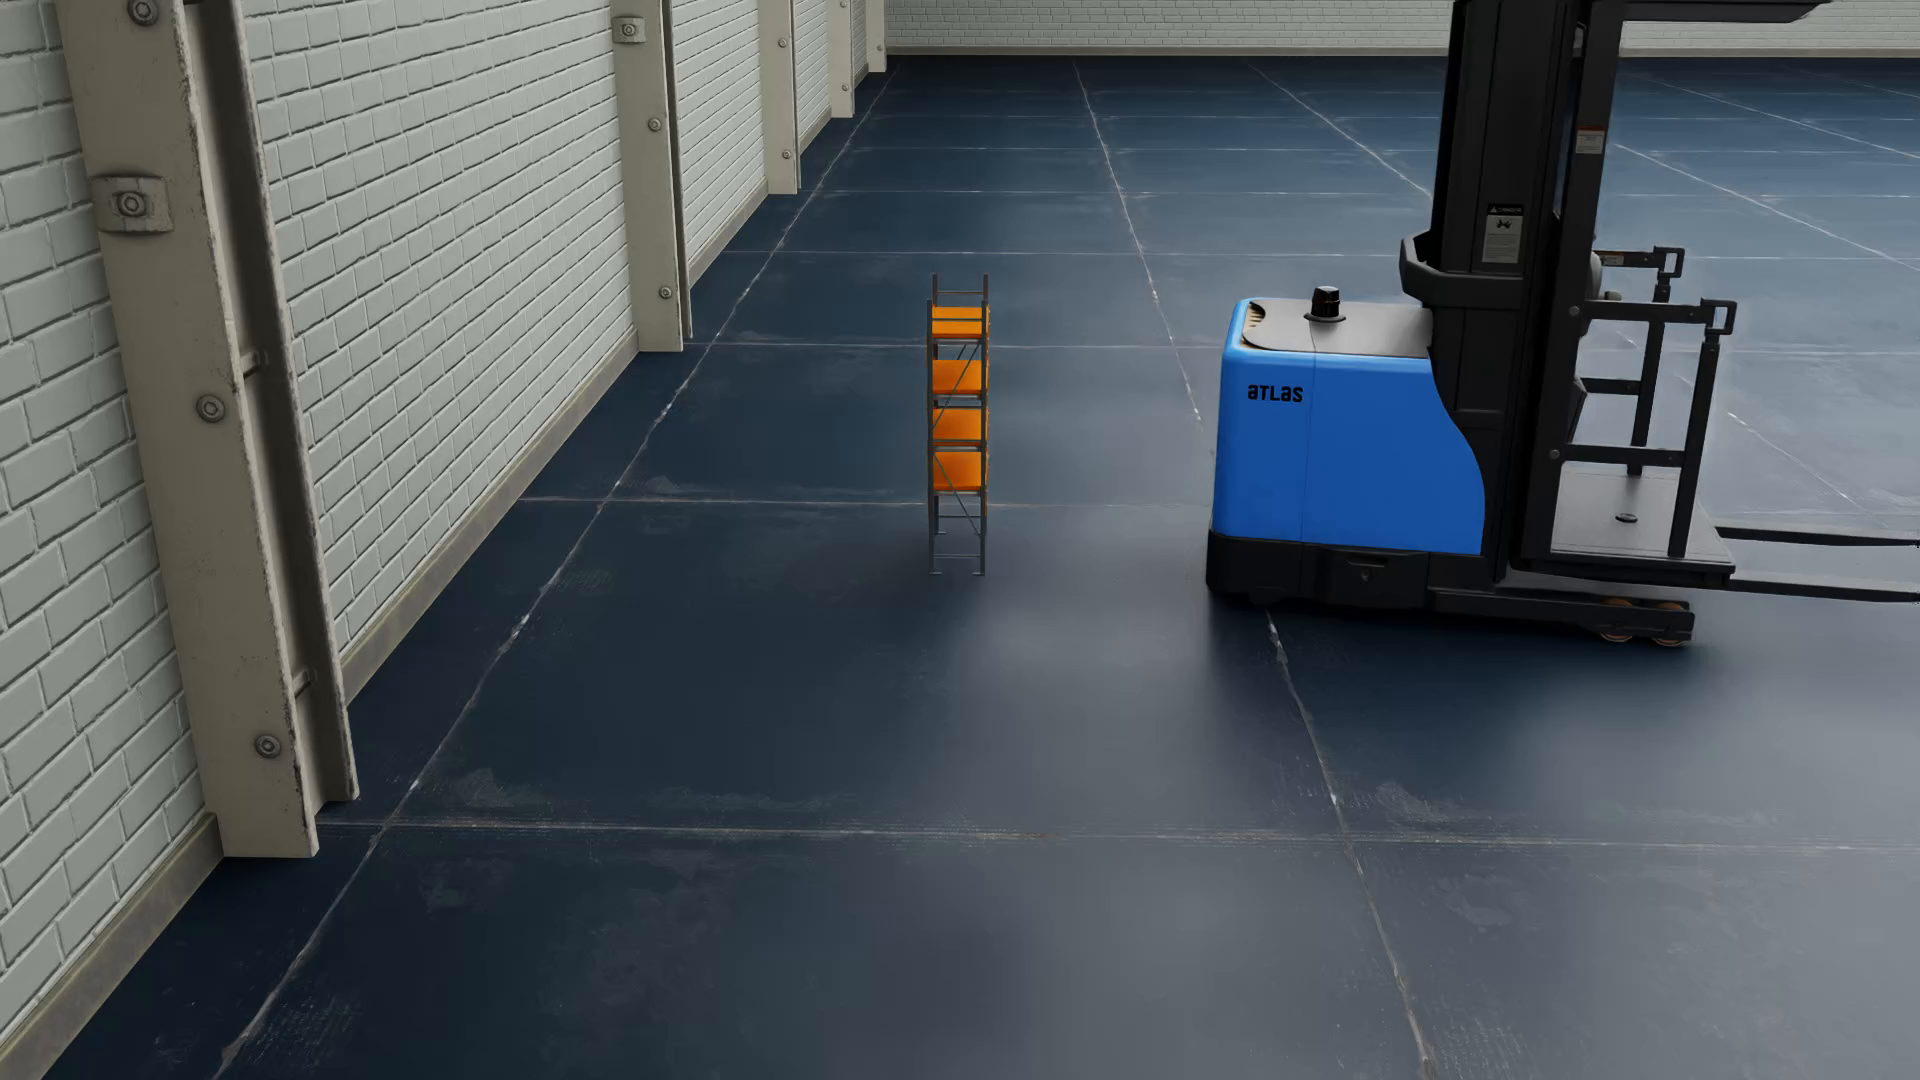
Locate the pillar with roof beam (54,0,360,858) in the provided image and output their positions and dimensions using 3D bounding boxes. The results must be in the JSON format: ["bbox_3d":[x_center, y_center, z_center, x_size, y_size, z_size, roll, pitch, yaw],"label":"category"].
[{"bbox_3d":[2.190,-3.258,3.484,9.100,9.000,0.400,1,21,2],"label":"pillar with roof beam"}]

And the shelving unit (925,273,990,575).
[{"bbox_3d":[-0.005,-0.500,7.158,0.258,1.200,0.503,1,21,2],"label":"shelving unit"}]

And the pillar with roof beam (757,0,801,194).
[{"bbox_3d":[2.555,-7.596,14.667,9.100,9.000,0.400,1,21,2],"label":"pillar with roof beam"}]

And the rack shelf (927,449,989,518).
[{"bbox_3d":[-0.005,-0.252,7.254,0.258,0.148,0.480,1,21,2],"label":"rack shelf"}]

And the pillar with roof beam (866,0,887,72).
[{"bbox_3d":[2.920,-11.935,25.849,9.100,9.000,0.400,1,21,2],"label":"pillar with roof beam"}]

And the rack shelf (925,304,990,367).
[{"bbox_3d":[-0.005,-0.866,7.015,0.258,0.148,0.480,1,21,2],"label":"rack shelf"}]

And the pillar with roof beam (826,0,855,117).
[{"bbox_3d":[2.738,-9.766,20.258,9.100,9.000,0.400,1,21,2],"label":"pillar with roof beam"}]

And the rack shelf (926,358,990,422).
[{"bbox_3d":[-0.005,-0.645,7.101,0.258,0.148,0.480,1,21,2],"label":"rack shelf"}]

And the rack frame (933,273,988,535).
[{"bbox_3d":[0.002,-0.588,7.385,0.240,1.200,0.015,1,21,2],"label":"rack frame"}]

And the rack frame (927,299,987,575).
[{"bbox_3d":[-0.012,-0.411,6.930,0.240,1.200,0.015,1,21,2],"label":"rack frame"}]

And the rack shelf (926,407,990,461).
[{"bbox_3d":[-0.005,-0.437,7.182,0.258,0.148,0.480,1,21,2],"label":"rack shelf"}]

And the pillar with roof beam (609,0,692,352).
[{"bbox_3d":[2.373,-5.427,9.076,9.100,9.000,0.400,1,21,2],"label":"pillar with roof beam"}]

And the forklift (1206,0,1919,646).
[{"bbox_3d":[2.587,-1.163,6.475,3.031,2.935,1.130,4,22,11],"label":"forklift"}]
